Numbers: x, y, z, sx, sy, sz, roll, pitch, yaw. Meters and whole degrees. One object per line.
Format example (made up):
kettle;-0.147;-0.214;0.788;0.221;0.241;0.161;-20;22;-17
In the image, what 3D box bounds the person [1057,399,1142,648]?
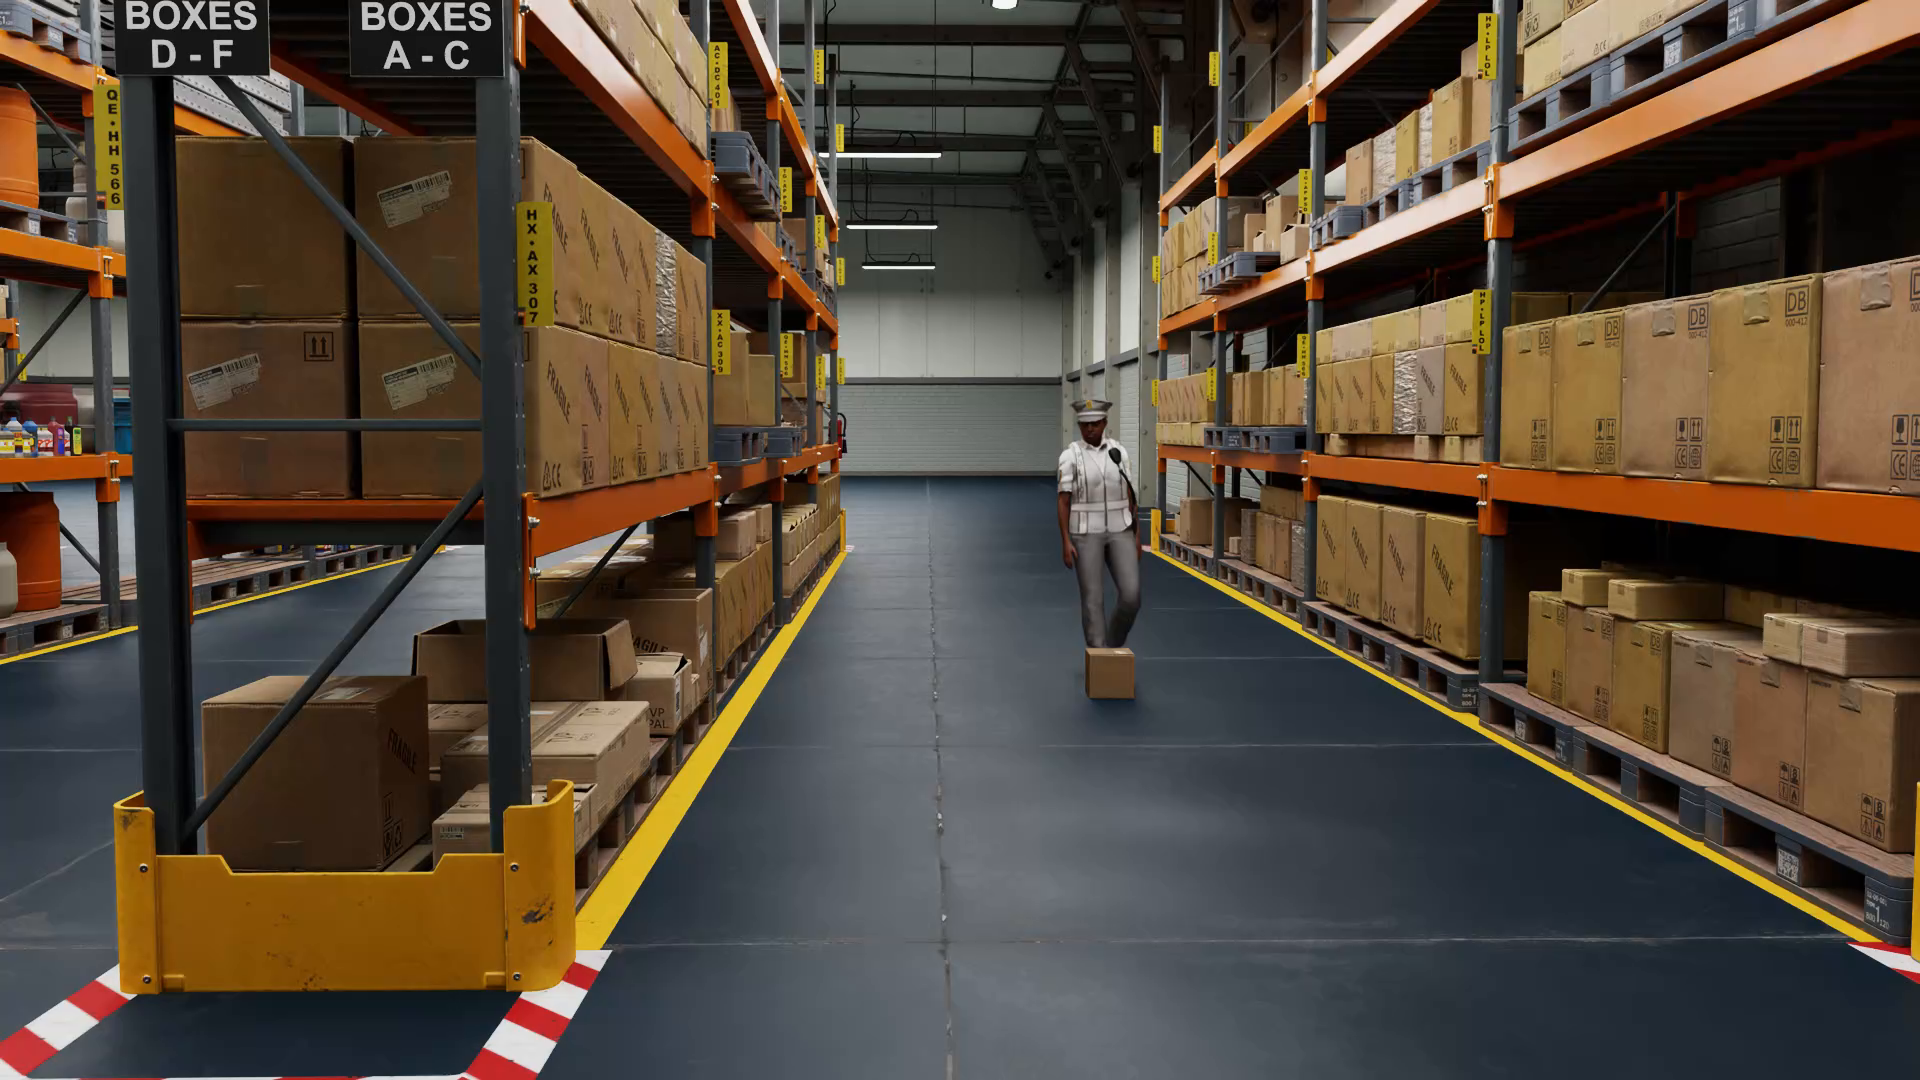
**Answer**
person;0.841;0.029;9.707;0.508;1.703;0.528;-1;4;-10
